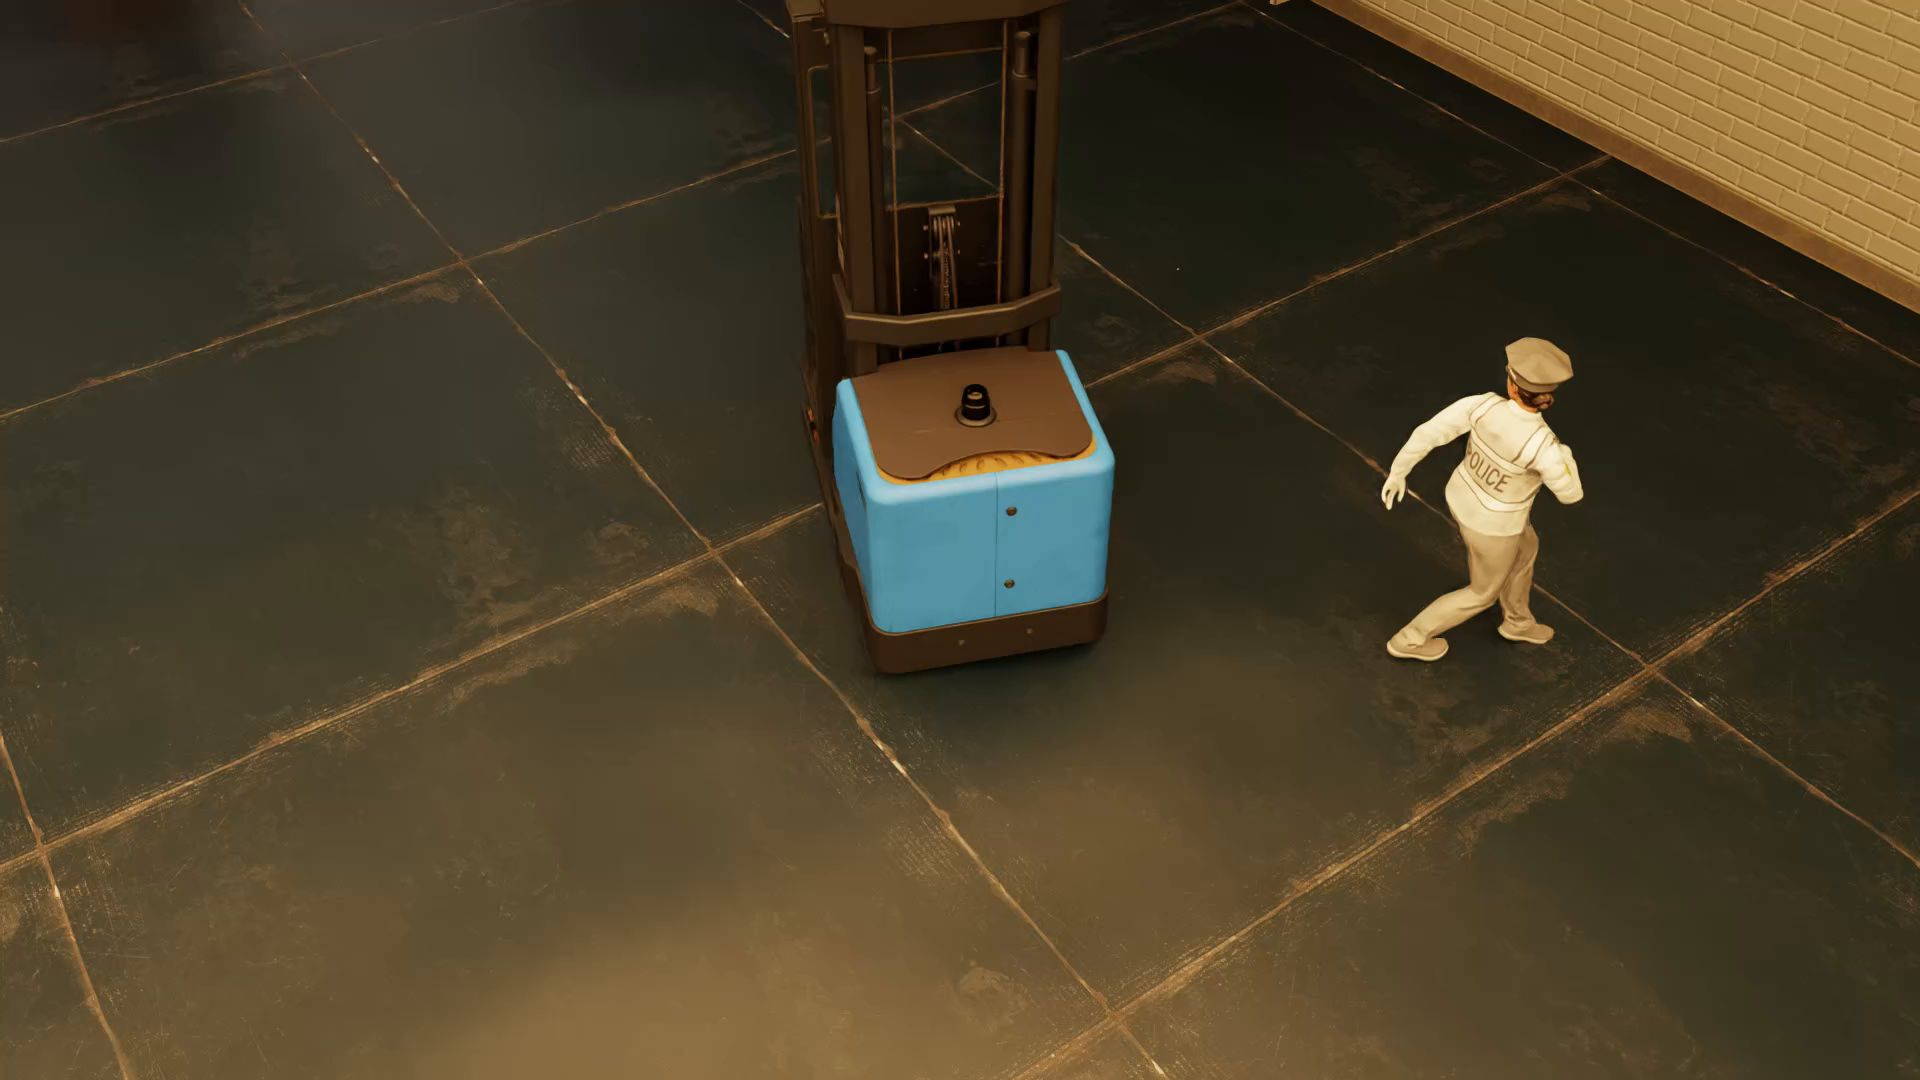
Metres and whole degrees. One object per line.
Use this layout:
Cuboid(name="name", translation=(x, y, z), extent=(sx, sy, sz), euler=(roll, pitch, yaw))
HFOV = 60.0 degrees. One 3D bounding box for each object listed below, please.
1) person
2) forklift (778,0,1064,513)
Cuboid(name="person", translation=(2.216, -0.116, 6.855), extent=(0.889, 1.620, 0.513), euler=(-9, 43, -9))
Cuboid(name="forklift", translation=(-0.180, -1.515, 7.359), extent=(1.121, 2.935, 3.031), euler=(-9, 43, -9))
